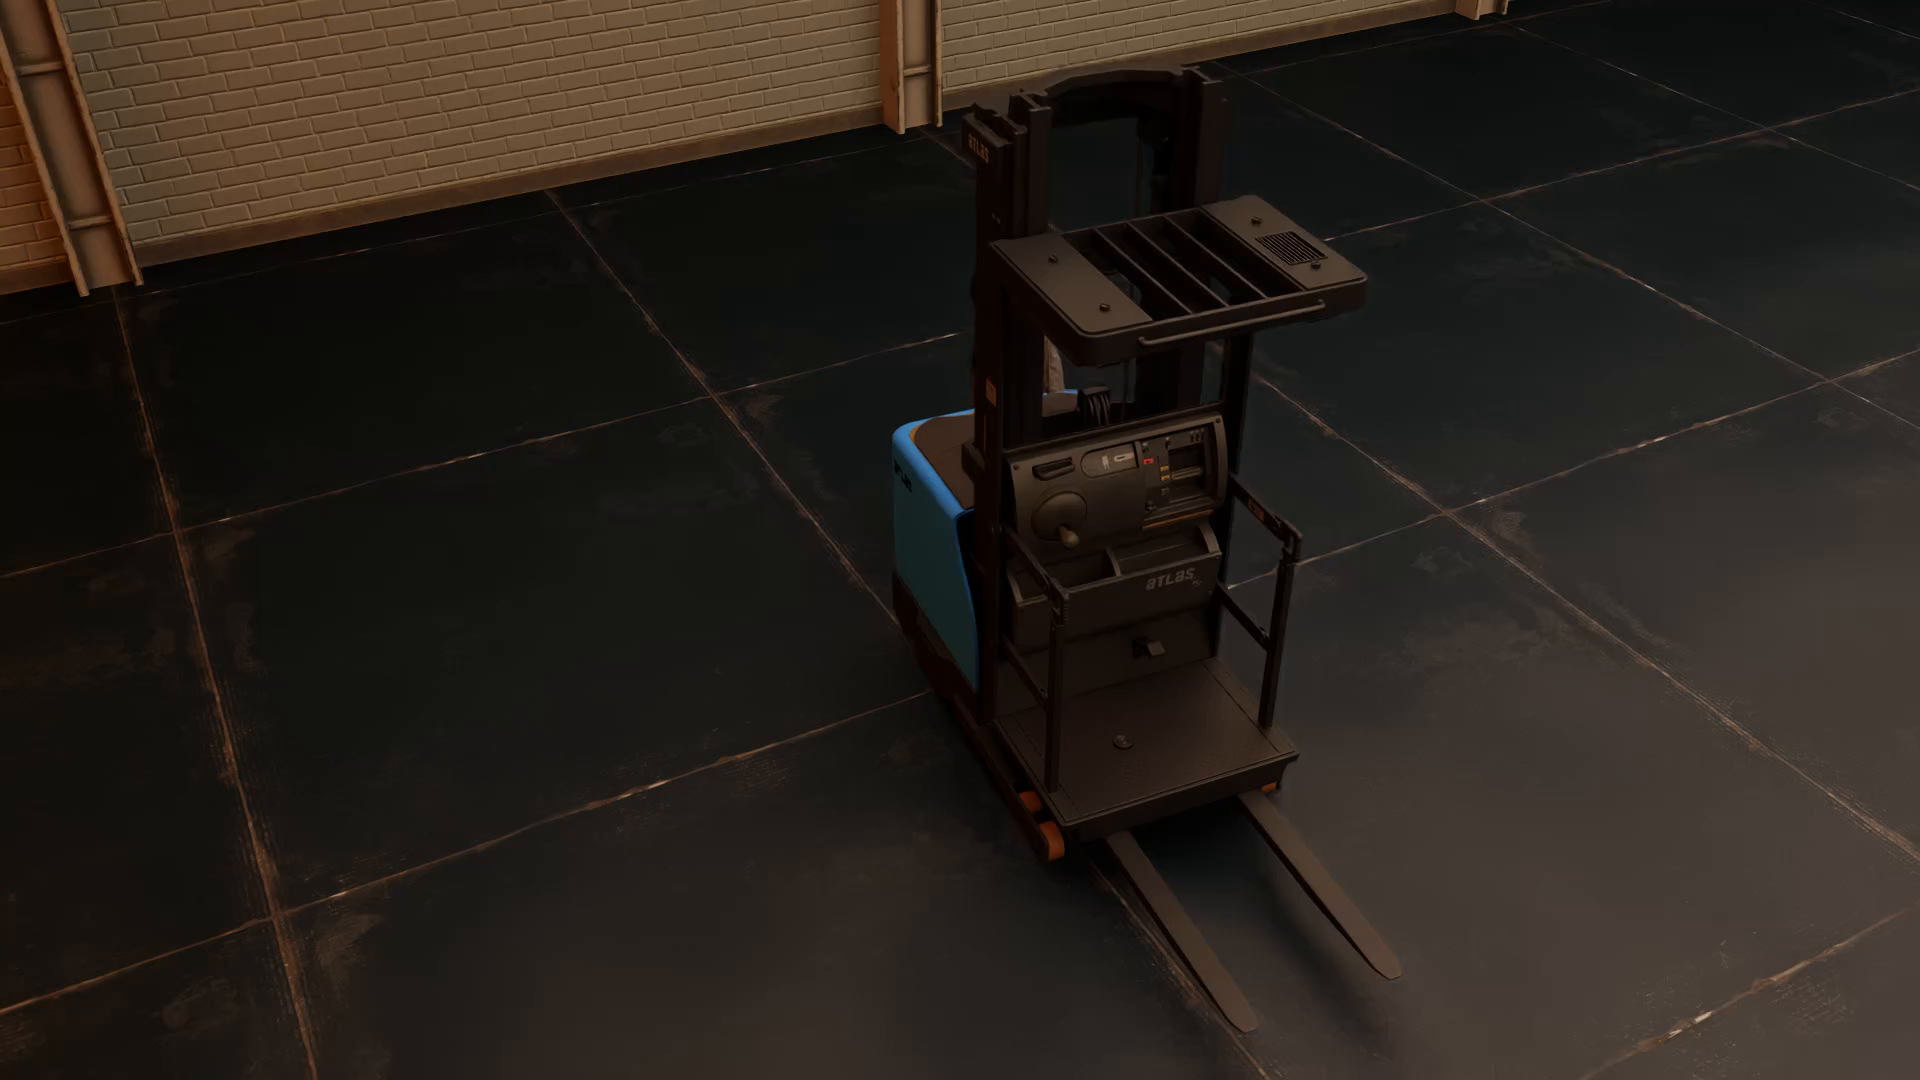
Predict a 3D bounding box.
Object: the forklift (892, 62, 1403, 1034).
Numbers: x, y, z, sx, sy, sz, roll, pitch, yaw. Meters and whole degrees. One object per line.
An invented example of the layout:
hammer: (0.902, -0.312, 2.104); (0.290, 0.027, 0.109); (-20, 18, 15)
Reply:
forklift: (0.714, -0.165, 6.356); (1.130, 2.935, 3.031); (-14, 38, -19)

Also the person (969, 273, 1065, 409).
person: (0.355, -0.831, 8.426); (0.668, 1.668, 0.871); (29, 44, 35)
